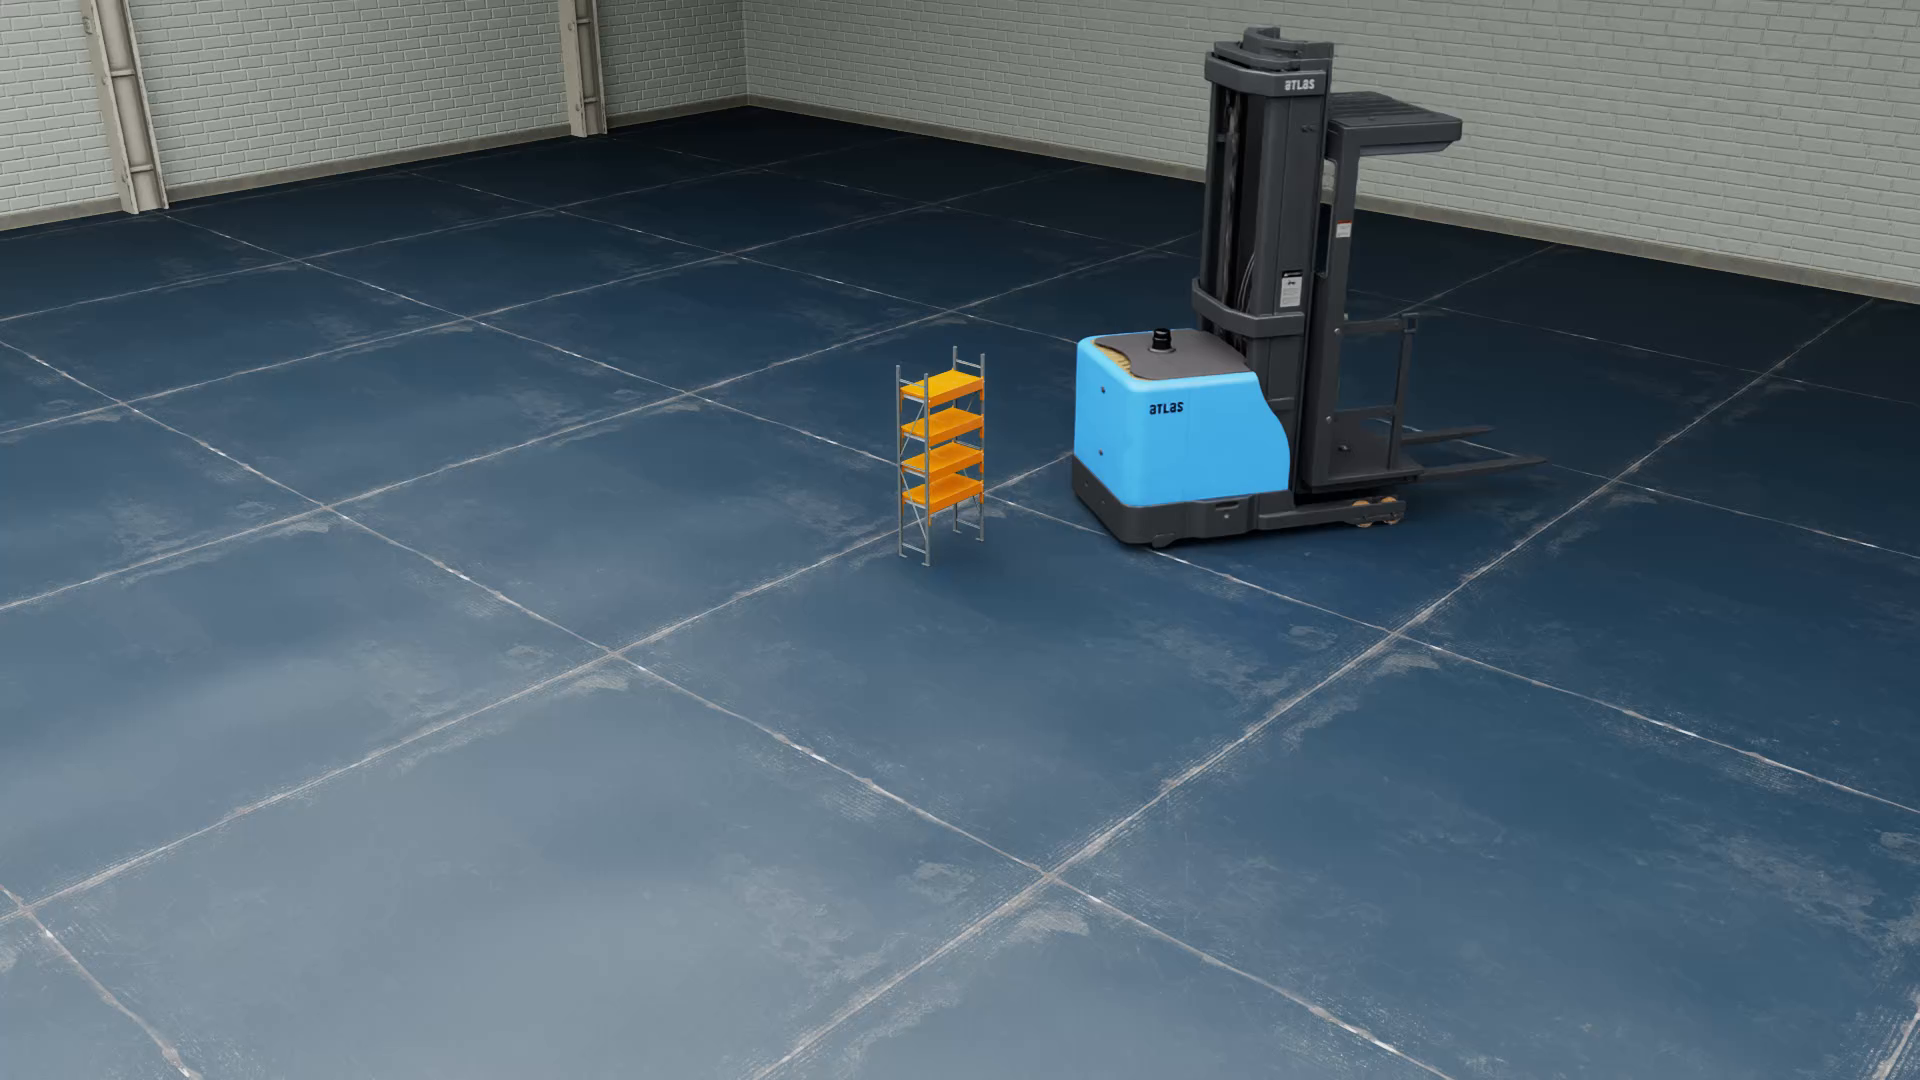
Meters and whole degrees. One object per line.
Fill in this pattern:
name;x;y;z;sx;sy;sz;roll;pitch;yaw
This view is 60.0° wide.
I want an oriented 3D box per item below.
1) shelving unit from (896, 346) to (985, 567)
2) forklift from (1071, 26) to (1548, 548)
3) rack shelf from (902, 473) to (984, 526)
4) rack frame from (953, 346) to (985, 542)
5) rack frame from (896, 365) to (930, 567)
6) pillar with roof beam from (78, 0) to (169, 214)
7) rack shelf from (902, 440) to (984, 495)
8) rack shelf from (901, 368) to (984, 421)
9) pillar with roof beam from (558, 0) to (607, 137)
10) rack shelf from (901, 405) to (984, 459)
shelving unit;-0.110;-0.497;9.892;0.258;1.200;0.503;20;31;38
forklift;2.299;-1.615;10.270;3.031;2.935;1.130;-7;25;-15
rack shelf;-0.110;-0.254;10.001;0.258;0.148;0.480;20;31;38
rack frame;0.052;-0.571;10.058;0.240;1.200;0.015;20;31;38
rack frame;-0.273;-0.423;9.726;0.240;1.200;0.015;20;31;38
pillar with roof beam;-5.822;-6.601;13.973;9.100;9.000;0.400;20;31;38
rack shelf;-0.110;-0.436;9.920;0.258;0.148;0.480;20;31;38
rack shelf;-0.110;-0.856;9.731;0.258;0.148;0.480;20;31;38
pillar with roof beam;-1.818;-8.429;18.050;9.100;9.000;0.400;20;31;38
rack shelf;-0.110;-0.640;9.828;0.258;0.148;0.480;20;31;38
